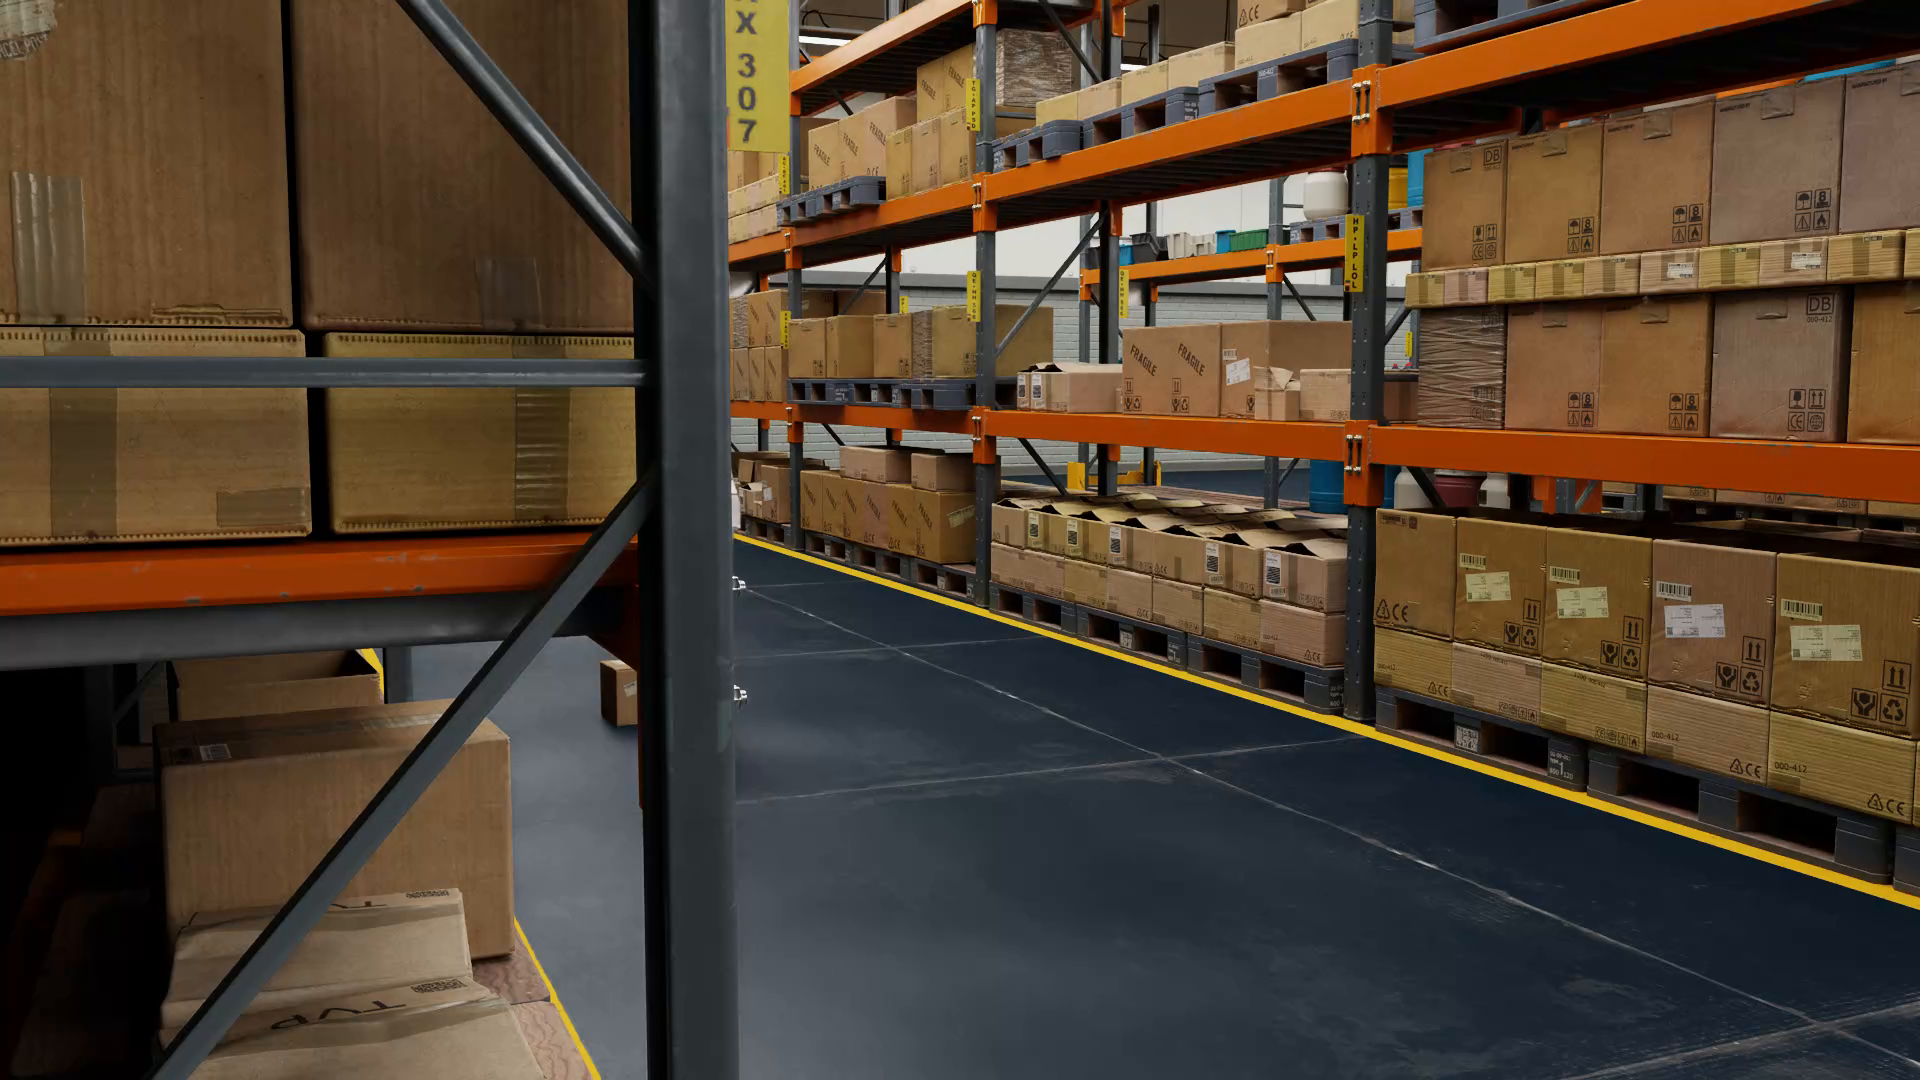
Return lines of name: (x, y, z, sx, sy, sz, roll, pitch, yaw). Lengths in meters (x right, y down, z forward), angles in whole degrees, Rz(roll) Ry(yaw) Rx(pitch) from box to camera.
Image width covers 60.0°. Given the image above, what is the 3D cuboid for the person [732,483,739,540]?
person: (-1.242, -0.042, 7.407, 0.463, 1.667, 0.562, -3, 6, -26)
